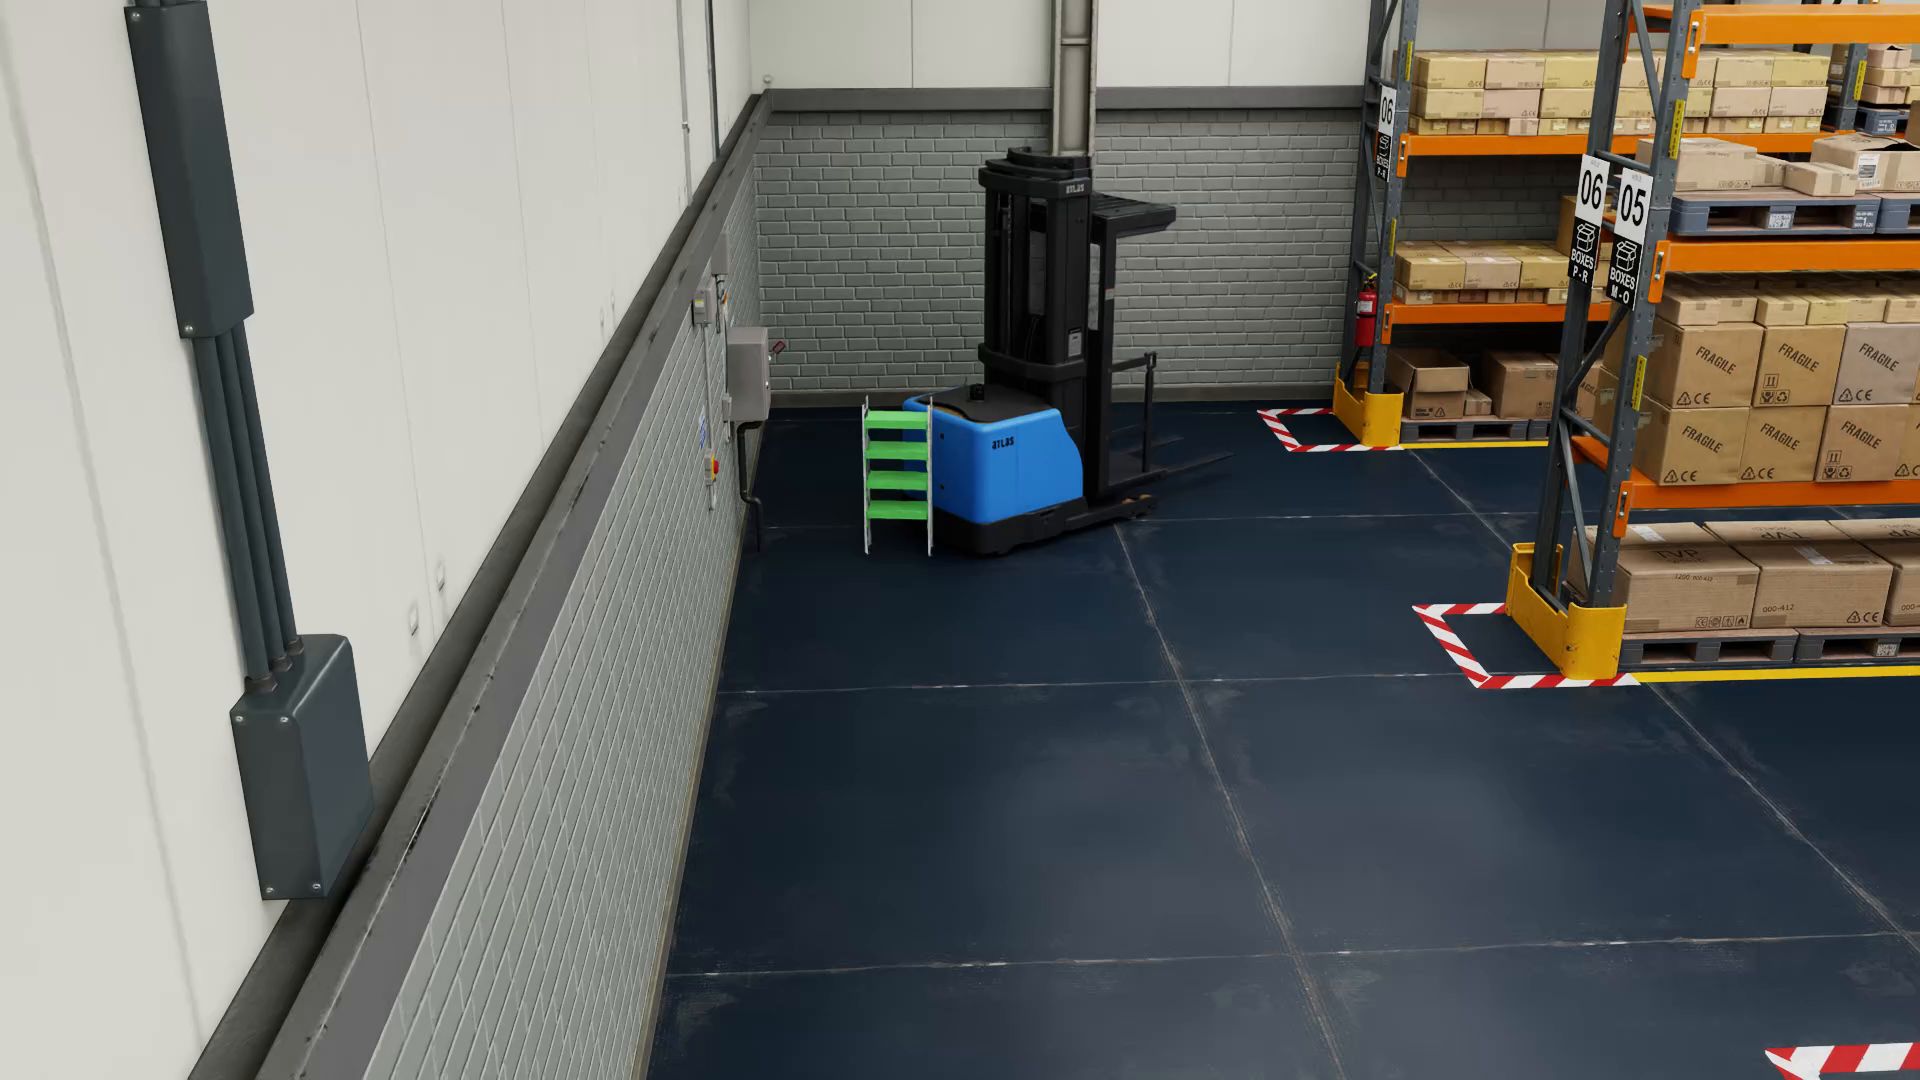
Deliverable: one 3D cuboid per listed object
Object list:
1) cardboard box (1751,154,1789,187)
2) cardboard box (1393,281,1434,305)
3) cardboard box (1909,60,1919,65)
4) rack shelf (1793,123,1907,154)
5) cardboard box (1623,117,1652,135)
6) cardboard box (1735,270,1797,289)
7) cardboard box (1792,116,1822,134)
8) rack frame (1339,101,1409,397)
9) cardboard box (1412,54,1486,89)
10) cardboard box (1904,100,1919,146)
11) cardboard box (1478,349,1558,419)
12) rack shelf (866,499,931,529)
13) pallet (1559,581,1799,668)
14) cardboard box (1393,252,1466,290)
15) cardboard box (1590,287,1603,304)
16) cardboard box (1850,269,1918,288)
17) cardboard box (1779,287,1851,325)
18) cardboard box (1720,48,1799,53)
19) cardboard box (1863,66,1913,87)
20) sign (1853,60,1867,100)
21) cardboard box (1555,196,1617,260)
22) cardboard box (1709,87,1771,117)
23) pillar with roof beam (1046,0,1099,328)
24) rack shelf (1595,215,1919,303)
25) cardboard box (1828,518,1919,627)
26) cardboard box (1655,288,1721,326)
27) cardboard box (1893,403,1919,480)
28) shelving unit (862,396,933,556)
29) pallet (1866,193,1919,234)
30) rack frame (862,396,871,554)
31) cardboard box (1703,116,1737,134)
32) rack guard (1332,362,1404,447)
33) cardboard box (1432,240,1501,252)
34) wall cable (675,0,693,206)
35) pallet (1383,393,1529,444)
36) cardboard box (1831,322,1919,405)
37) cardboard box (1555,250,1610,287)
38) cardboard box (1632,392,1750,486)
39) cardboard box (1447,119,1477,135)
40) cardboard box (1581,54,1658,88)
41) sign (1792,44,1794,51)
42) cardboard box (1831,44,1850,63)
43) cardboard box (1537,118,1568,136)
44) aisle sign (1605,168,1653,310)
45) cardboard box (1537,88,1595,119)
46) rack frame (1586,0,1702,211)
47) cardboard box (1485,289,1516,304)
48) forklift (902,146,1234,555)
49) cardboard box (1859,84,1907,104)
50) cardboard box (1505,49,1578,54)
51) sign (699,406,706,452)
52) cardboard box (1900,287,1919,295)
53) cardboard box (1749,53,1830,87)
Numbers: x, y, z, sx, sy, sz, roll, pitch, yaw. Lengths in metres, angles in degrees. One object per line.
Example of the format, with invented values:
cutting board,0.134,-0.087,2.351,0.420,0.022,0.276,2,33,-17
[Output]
cardboard box,4.943,-2.312,10.384,0.250,0.149,0.380,-3,21,-7
cardboard box,4.142,-2.261,15.198,0.250,0.149,0.380,-1,21,-3
cardboard box,8.589,-4.286,15.152,0.250,0.149,0.380,-2,21,-4
rack shelf,9.788,-3.657,15.306,4.000,0.370,1.077,-1,21,-3
cardboard box,5.914,-3.681,14.712,0.250,0.149,0.380,-1,21,-2
cardboard box,5.191,-1.641,10.759,0.250,0.149,0.380,-1,21,-2
cardboard box,7.449,-3.723,14.821,0.250,0.149,0.380,-1,21,-3
rack frame,3.798,-2.470,15.392,0.127,3.000,1.000,-1,21,-3
cardboard box,4.255,-4.094,14.532,0.500,0.250,0.500,-1,21,-4
cardboard box,6.106,-2.386,10.084,0.500,0.500,0.500,-1,21,-2
cardboard box,5.270,-1.480,15.715,0.500,0.500,0.700,0,21,-1
rack shelf,-0.471,-0.203,12.821,0.480,0.148,0.258,2,21,4
pallet,4.879,0.553,11.373,1.213,0.211,1.003,-1,21,-3
cardboard box,4.266,-2.452,15.138,0.500,0.250,0.500,-1,21,-3
cardboard box,5.692,-2.283,15.253,0.250,0.149,0.380,-1,21,-2
cardboard box,5.966,-1.646,10.771,0.250,0.149,0.380,0,21,-1
cardboard box,5.241,-1.439,10.228,0.250,0.149,0.380,-2,21,-5
cardboard box,7.281,-4.346,15.195,0.500,0.250,0.500,-1,21,-4
cardboard box,8.115,-4.068,14.577,0.250,0.149,0.380,-1,21,-1
sign,7.830,-4.002,14.474,0.005,0.325,0.100,-1,21,-3
cardboard box,5.764,-2.833,15.085,0.500,0.500,0.500,-1,21,-2
cardboard box,6.806,-3.909,14.748,0.500,0.250,0.500,-2,21,-5
pillar with roof beam,1.300,-4.009,11.005,0.400,9.000,9.100,-1,21,-3
rack shelf,6.082,-1.813,10.462,4.000,0.370,1.077,-1,21,-3
cardboard box,6.552,0.207,11.374,0.875,0.438,0.875,-2,21,-5
cardboard box,4.455,-1.432,10.210,0.250,0.149,0.380,-1,21,-2
cardboard box,6.092,-0.701,10.606,0.500,0.500,0.500,0,21,-1
shelving unit,-0.471,-0.487,12.713,0.503,1.200,0.258,2,21,4
pallet,6.046,-2.111,10.360,1.213,0.211,1.003,-1,21,-3
rack frame,-0.714,-0.494,12.732,0.015,1.200,0.240,2,21,4
cardboard box,6.691,-3.713,14.796,0.250,0.149,0.380,-1,21,-3
rack guard,3.874,-1.303,15.841,0.348,0.500,1.175,-1,21,-3
cardboard box,4.757,-2.652,15.664,0.500,0.250,0.500,-1,21,-3
wall cable,-1.578,-3.294,9.127,0.029,3.000,0.463,-1,21,-3
pallet,4.670,-1.184,15.935,1.213,0.211,1.003,-1,21,-3
cardboard box,5.609,-1.155,10.394,0.500,0.500,0.500,-1,21,-3
cardboard box,5.785,-2.492,15.243,0.500,0.250,0.500,-2,21,-4
cardboard box,4.581,-0.661,10.501,0.500,0.500,0.500,-1,21,-3
cardboard box,4.390,-3.693,14.741,0.250,0.149,0.380,-1,21,-2
cardboard box,5.773,-4.126,14.618,0.500,0.250,0.500,-1,21,-2
sign,7.756,-4.575,15.427,0.005,0.325,0.100,-1,21,-3
cardboard box,8.093,-4.441,14.977,0.258,0.266,0.396,-1,21,-4
cardboard box,5.162,-3.668,14.677,0.250,0.149,0.380,-1,21,-3
aisle sign,4.030,-1.817,10.024,0.004,0.787,0.394,-1,21,-3
cardboard box,5.274,-3.876,14.662,0.500,0.250,0.500,-2,21,-5
rack frame,4.085,-3.510,9.693,0.127,3.000,1.000,-1,21,-3
cardboard box,4.909,-2.284,15.258,0.250,0.149,0.380,-1,21,-1
forklift,0.999,-1.665,13.376,3.031,2.935,1.130,-16,26,-36
cardboard box,8.112,-3.943,14.669,0.250,0.149,0.380,-1,21,-2
cardboard box,5.259,-4.307,15.091,0.500,0.250,0.500,-1,21,-3
sign,-1.602,-0.691,10.342,0.001,0.218,0.327,-1,21,-3
cardboard box,6.006,-1.449,10.254,0.250,0.149,0.380,-2,21,-4
cardboard box,7.301,-4.159,14.705,0.500,0.250,0.500,-1,21,-3
